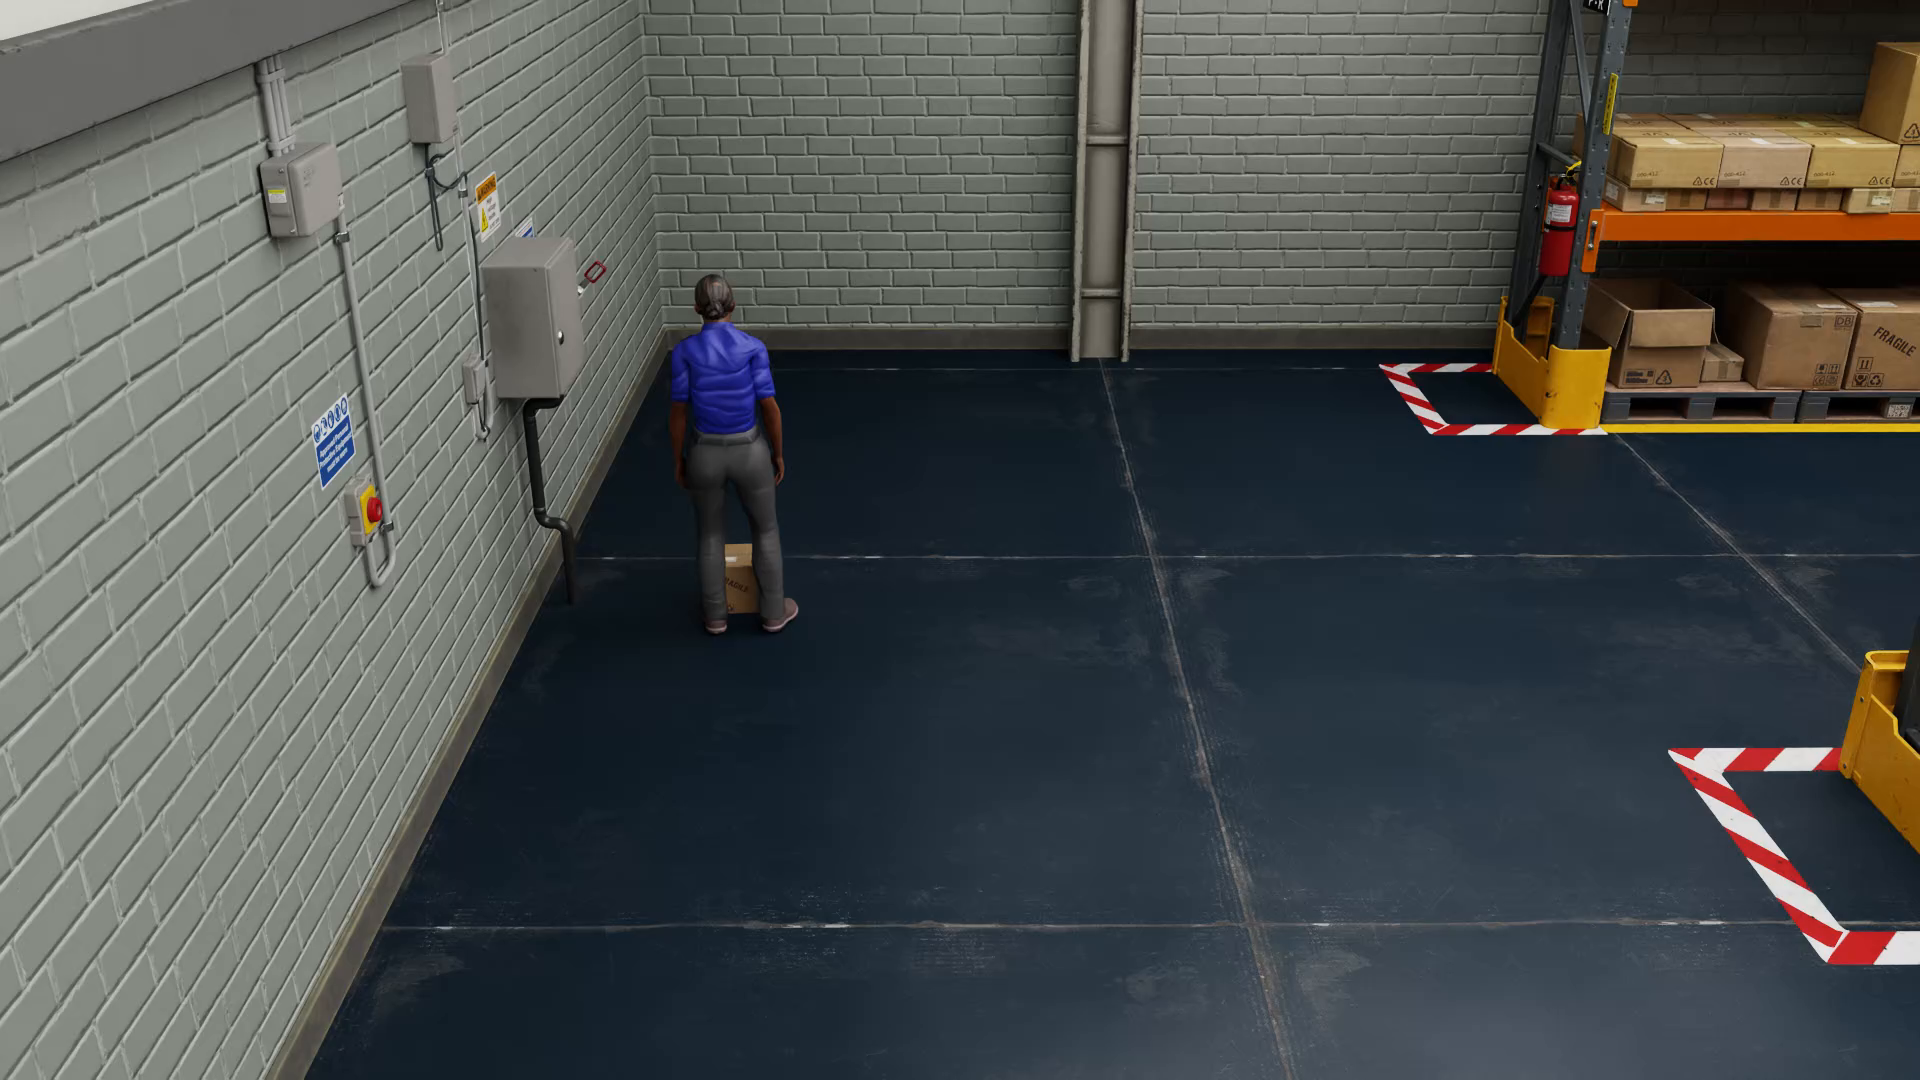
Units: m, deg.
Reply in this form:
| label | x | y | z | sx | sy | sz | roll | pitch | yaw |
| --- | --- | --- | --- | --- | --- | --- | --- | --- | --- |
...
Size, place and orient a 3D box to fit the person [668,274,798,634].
| label | x | y | z | sx | sy | sz | roll | pitch | yaw |
| --- | --- | --- | --- | --- | --- | --- | --- | --- | --- |
| person | -1.019 | -0.362 | 7.414 | 0.523 | 1.653 | 0.348 | -2 | 24 | -3 |
